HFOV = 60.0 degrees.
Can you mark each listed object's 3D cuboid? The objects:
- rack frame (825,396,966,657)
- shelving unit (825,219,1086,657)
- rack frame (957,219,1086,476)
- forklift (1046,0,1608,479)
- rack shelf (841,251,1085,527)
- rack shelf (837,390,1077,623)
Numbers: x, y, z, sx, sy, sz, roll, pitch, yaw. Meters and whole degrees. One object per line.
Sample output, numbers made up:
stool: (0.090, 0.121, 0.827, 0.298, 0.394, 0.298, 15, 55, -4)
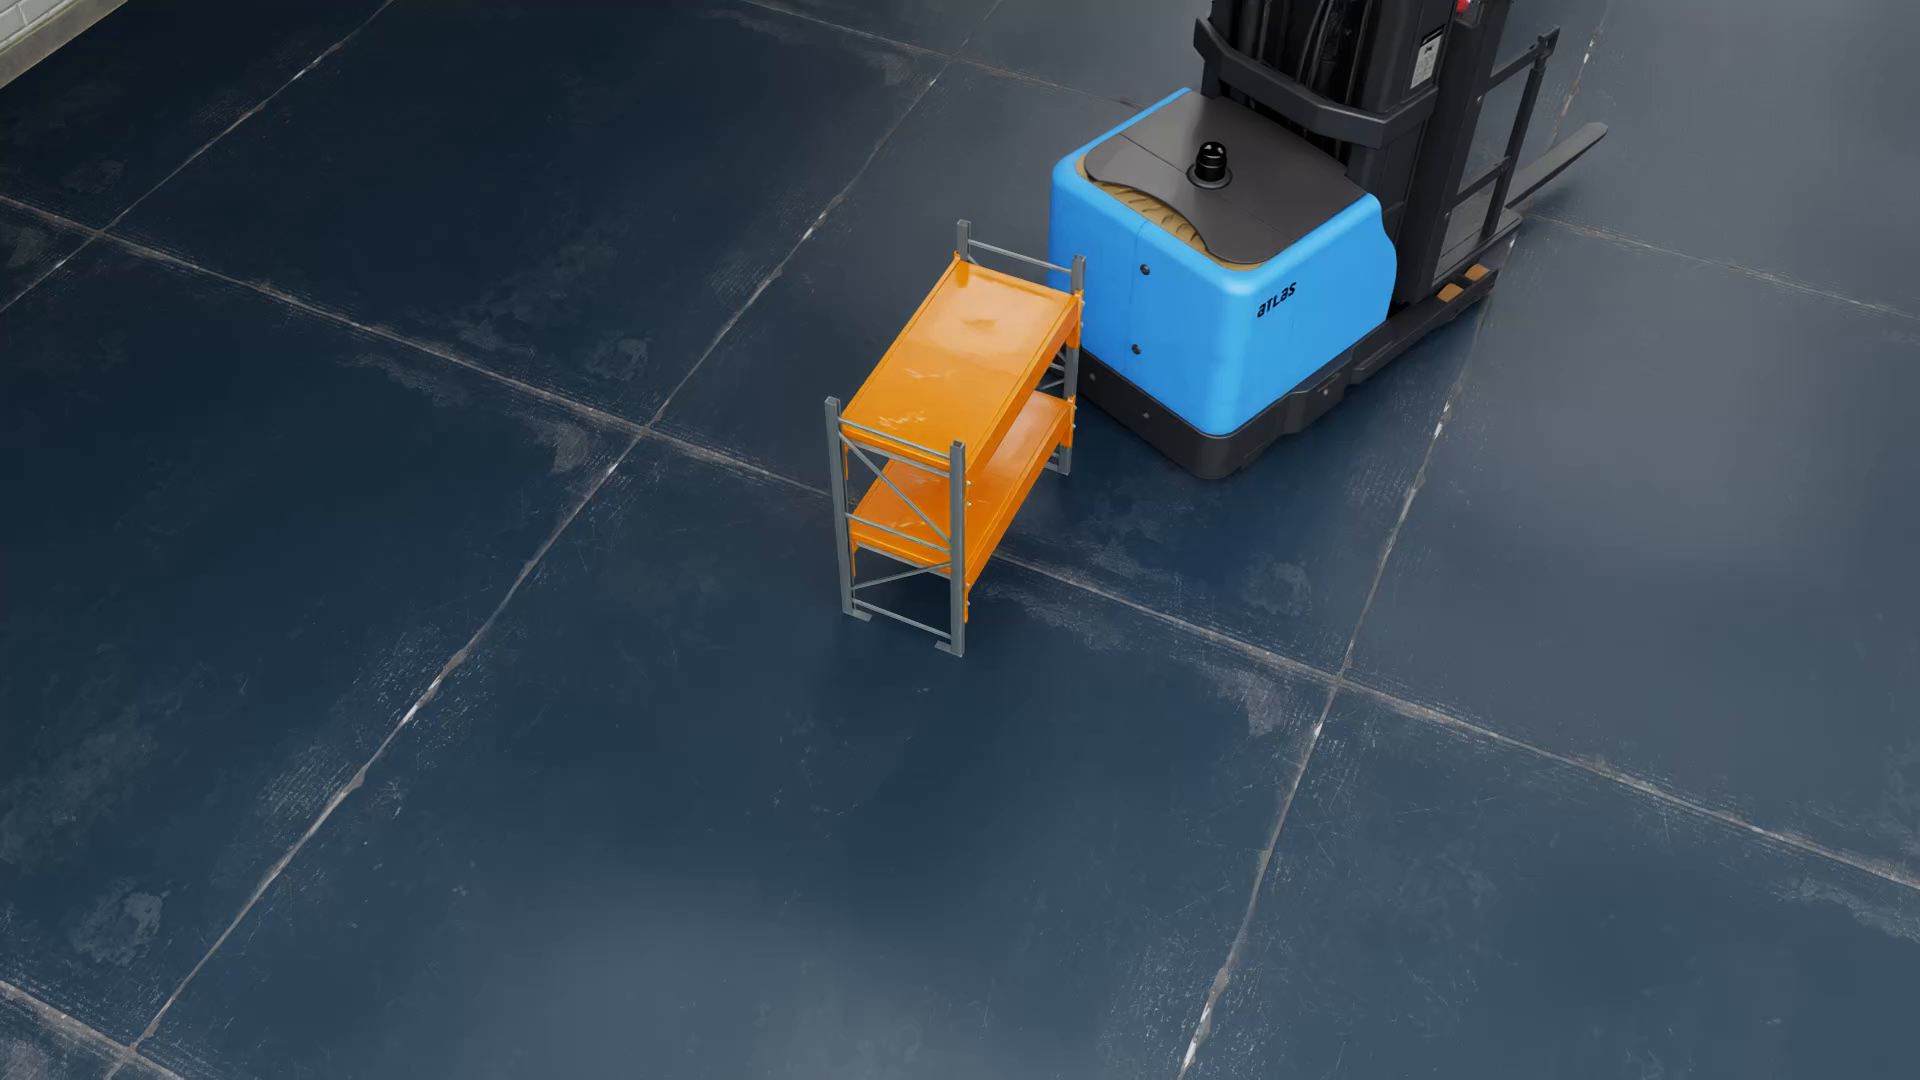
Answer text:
rack frame: (-0.214, -0.019, 5.843, 0.500, 1.125, 0.032, 20, 52, 16)
shelving unit: (0.003, -0.369, 6.141, 0.538, 1.125, 1.048, 20, 52, 16)
rack frame: (0.220, -0.719, 6.439, 0.500, 1.125, 0.032, 20, 52, 16)
forklift: (1.764, -2.186, 6.501, 3.031, 2.935, 1.130, -35, 58, -26)
rack shelf: (0.003, -0.559, 5.918, 0.538, 0.278, 1.000, 20, 52, 16)
rack shelf: (0.003, -0.211, 6.327, 0.538, 0.278, 1.000, 20, 52, 16)
